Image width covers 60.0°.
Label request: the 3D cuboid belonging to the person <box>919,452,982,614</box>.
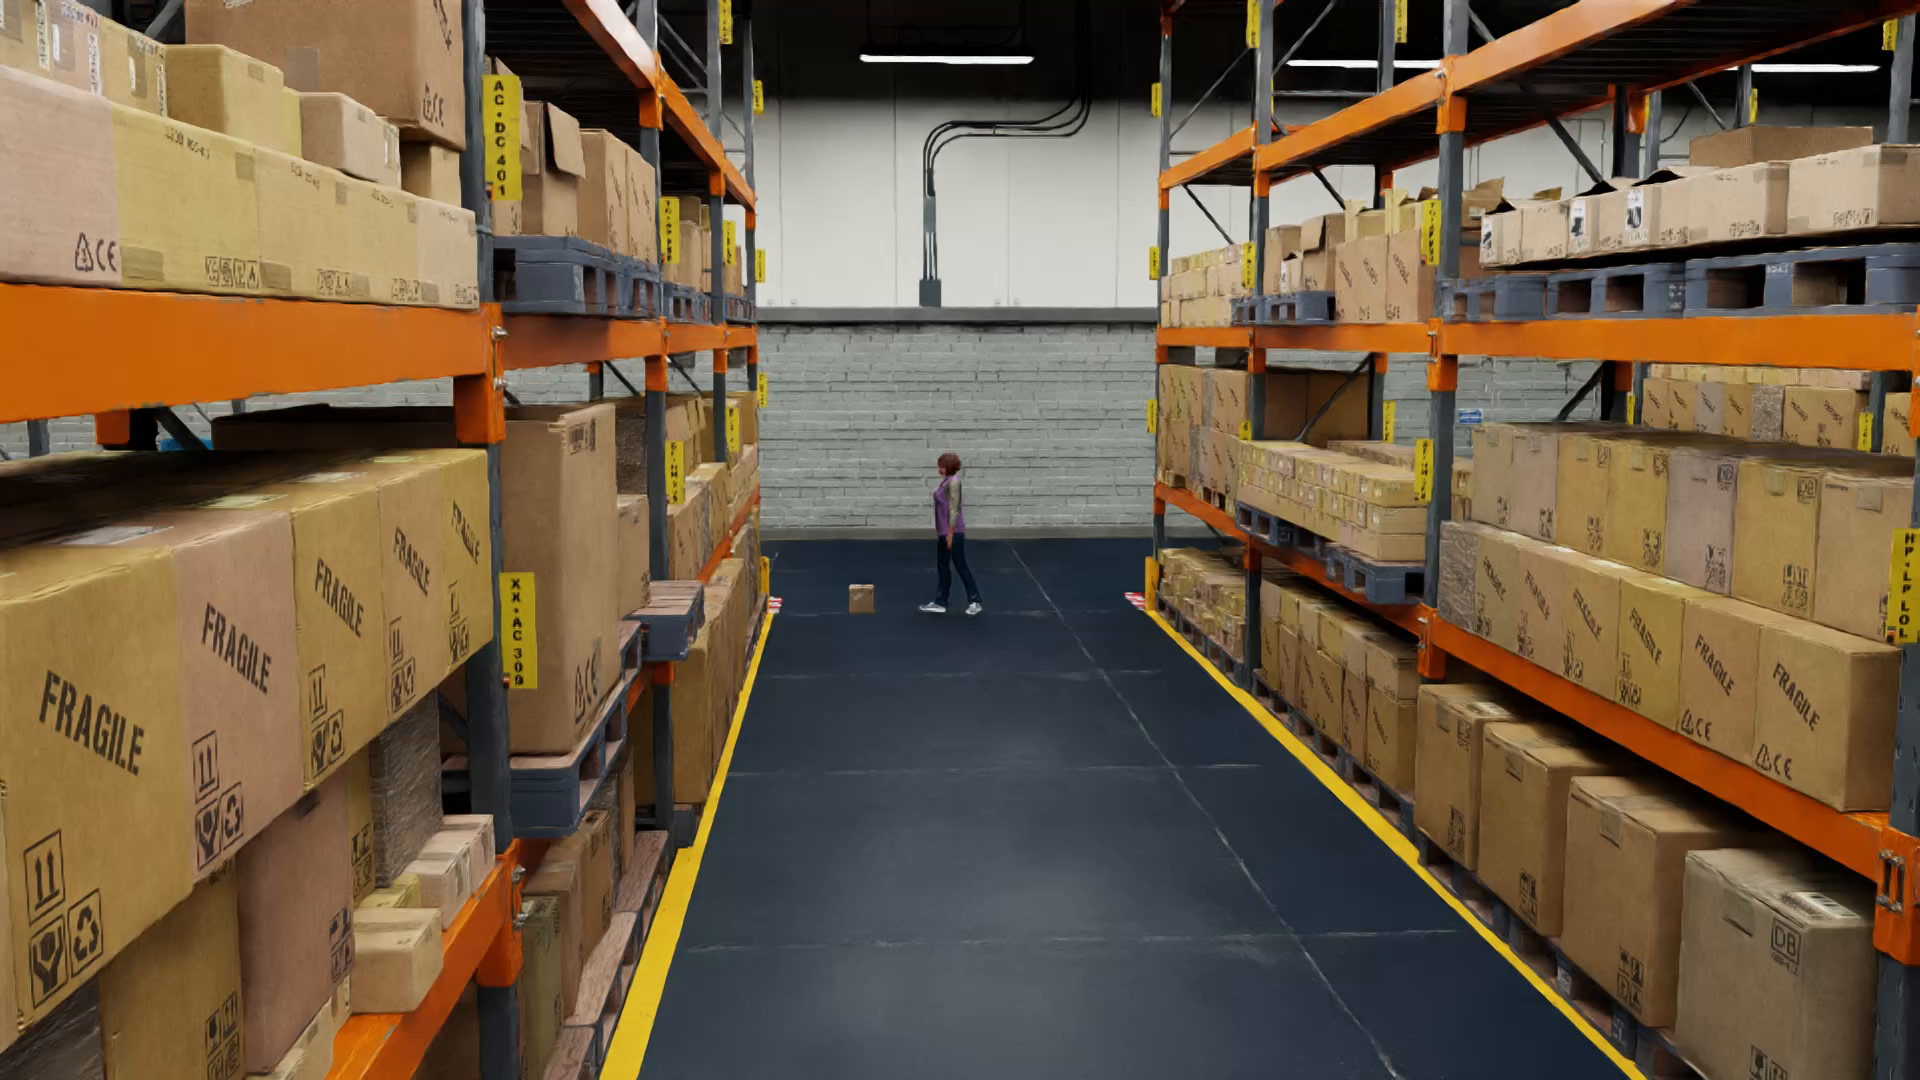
[{"bbox_3d":[-0.099,-0.076,16.327,0.584,1.583,0.634,-1,7,-12],"label":"person"}]
